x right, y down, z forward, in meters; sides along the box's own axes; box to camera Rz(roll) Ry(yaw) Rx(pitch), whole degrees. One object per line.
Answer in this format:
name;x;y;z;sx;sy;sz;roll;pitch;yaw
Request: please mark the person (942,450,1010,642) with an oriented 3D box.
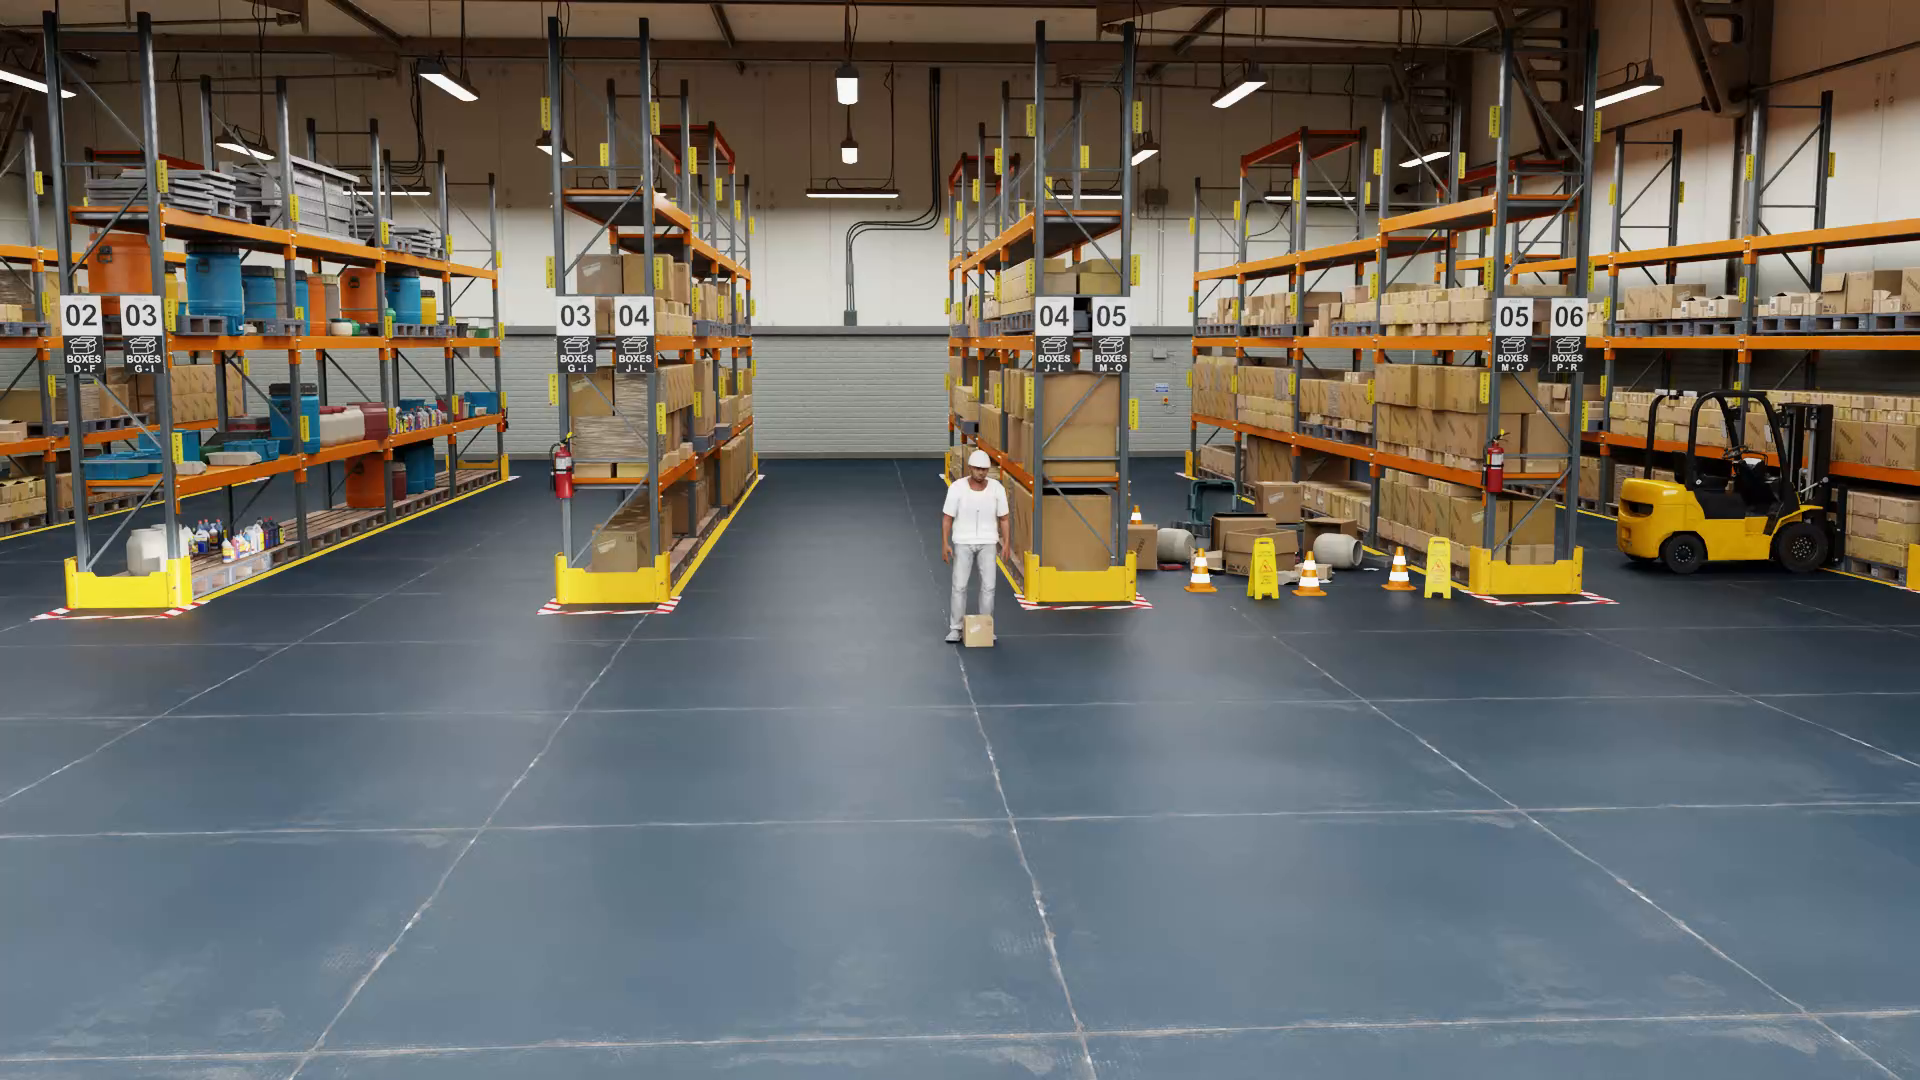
person;0.147;0.050;15.250;0.638;1.760;0.457;-1;7;-6
